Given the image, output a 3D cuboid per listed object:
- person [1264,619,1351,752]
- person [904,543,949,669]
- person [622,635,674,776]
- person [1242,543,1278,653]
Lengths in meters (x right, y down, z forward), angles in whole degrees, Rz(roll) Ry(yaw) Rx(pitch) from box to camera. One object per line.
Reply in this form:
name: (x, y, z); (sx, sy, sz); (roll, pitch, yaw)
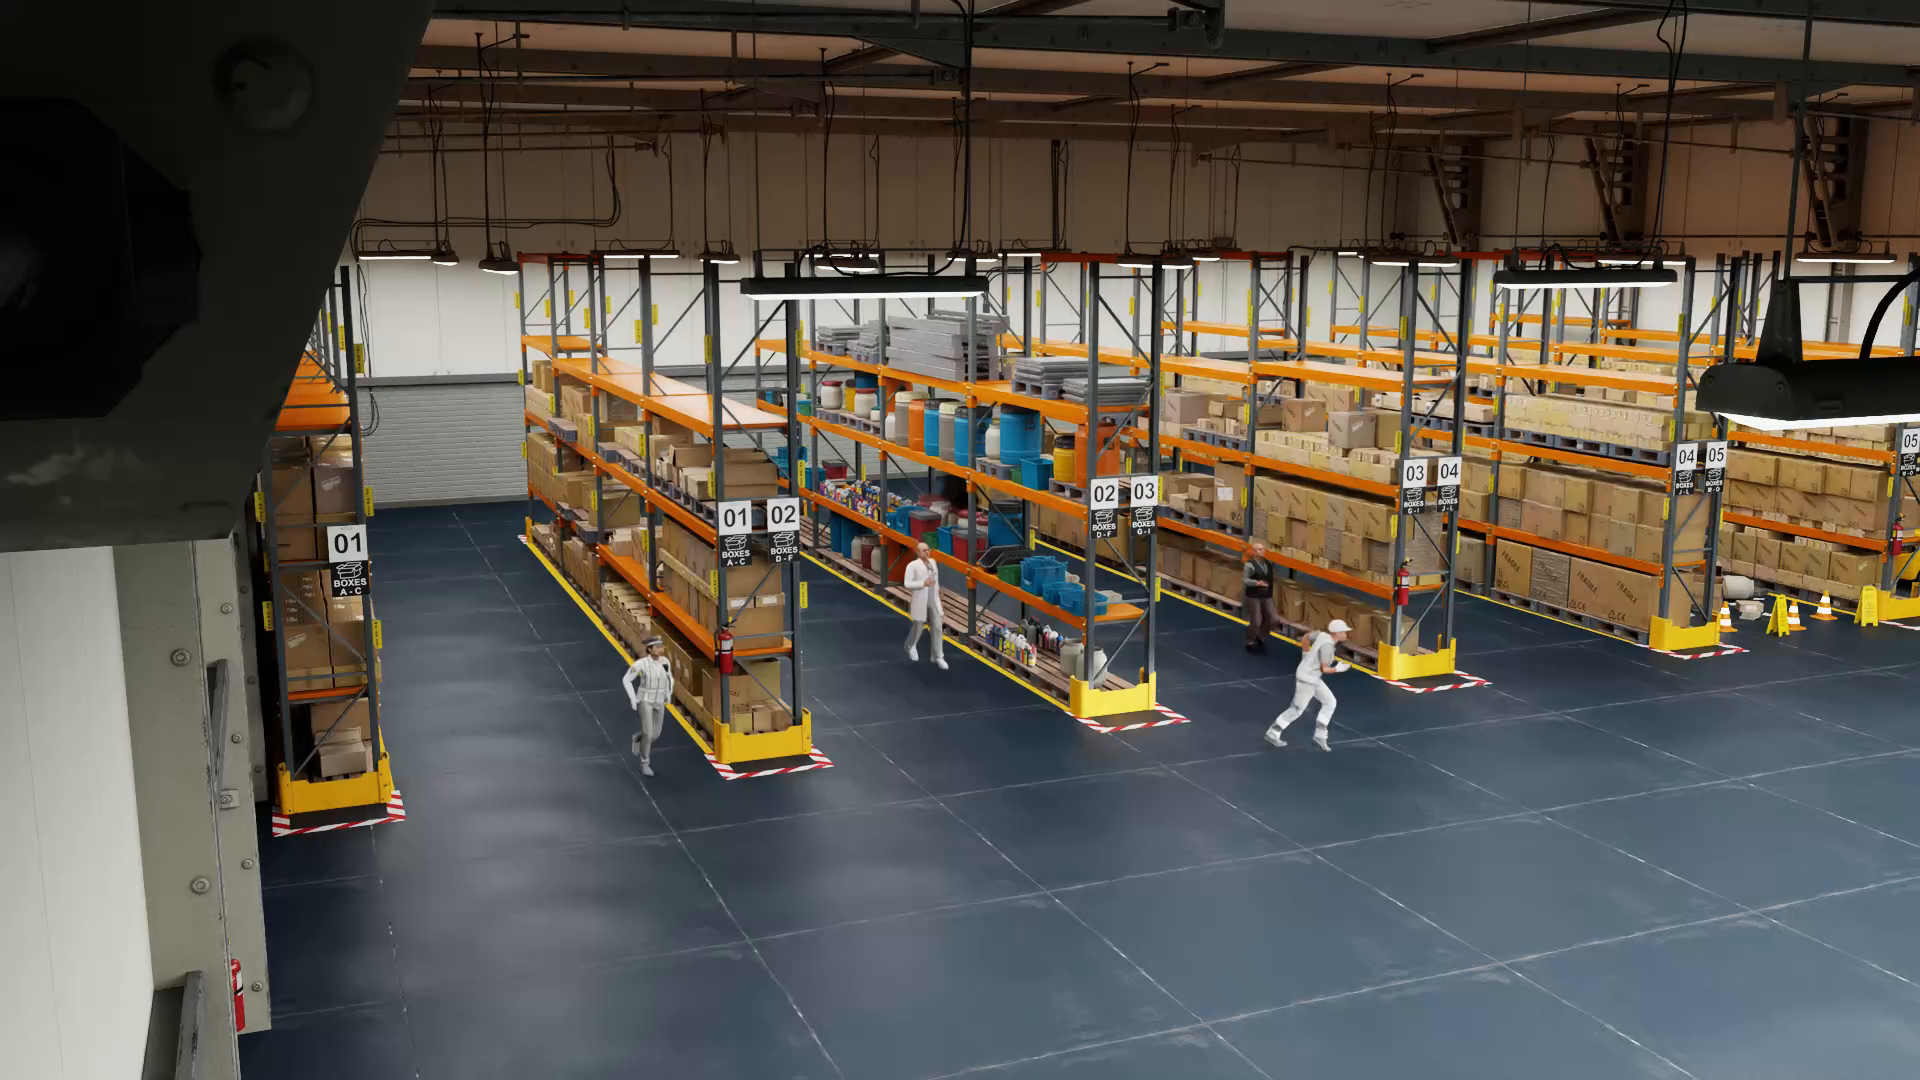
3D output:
person: (4.307, 1.809, 20.621); (1.011, 1.717, 0.705); (1, 10, 8)
person: (-0.508, 0.925, 24.130); (0.701, 1.789, 0.949); (-7, 12, -33)
person: (-3.719, 1.946, 19.966); (0.657, 1.662, 0.654); (-8, 13, -36)
person: (4.602, 0.905, 25.349); (0.642, 1.716, 0.646); (-5, 11, -25)
